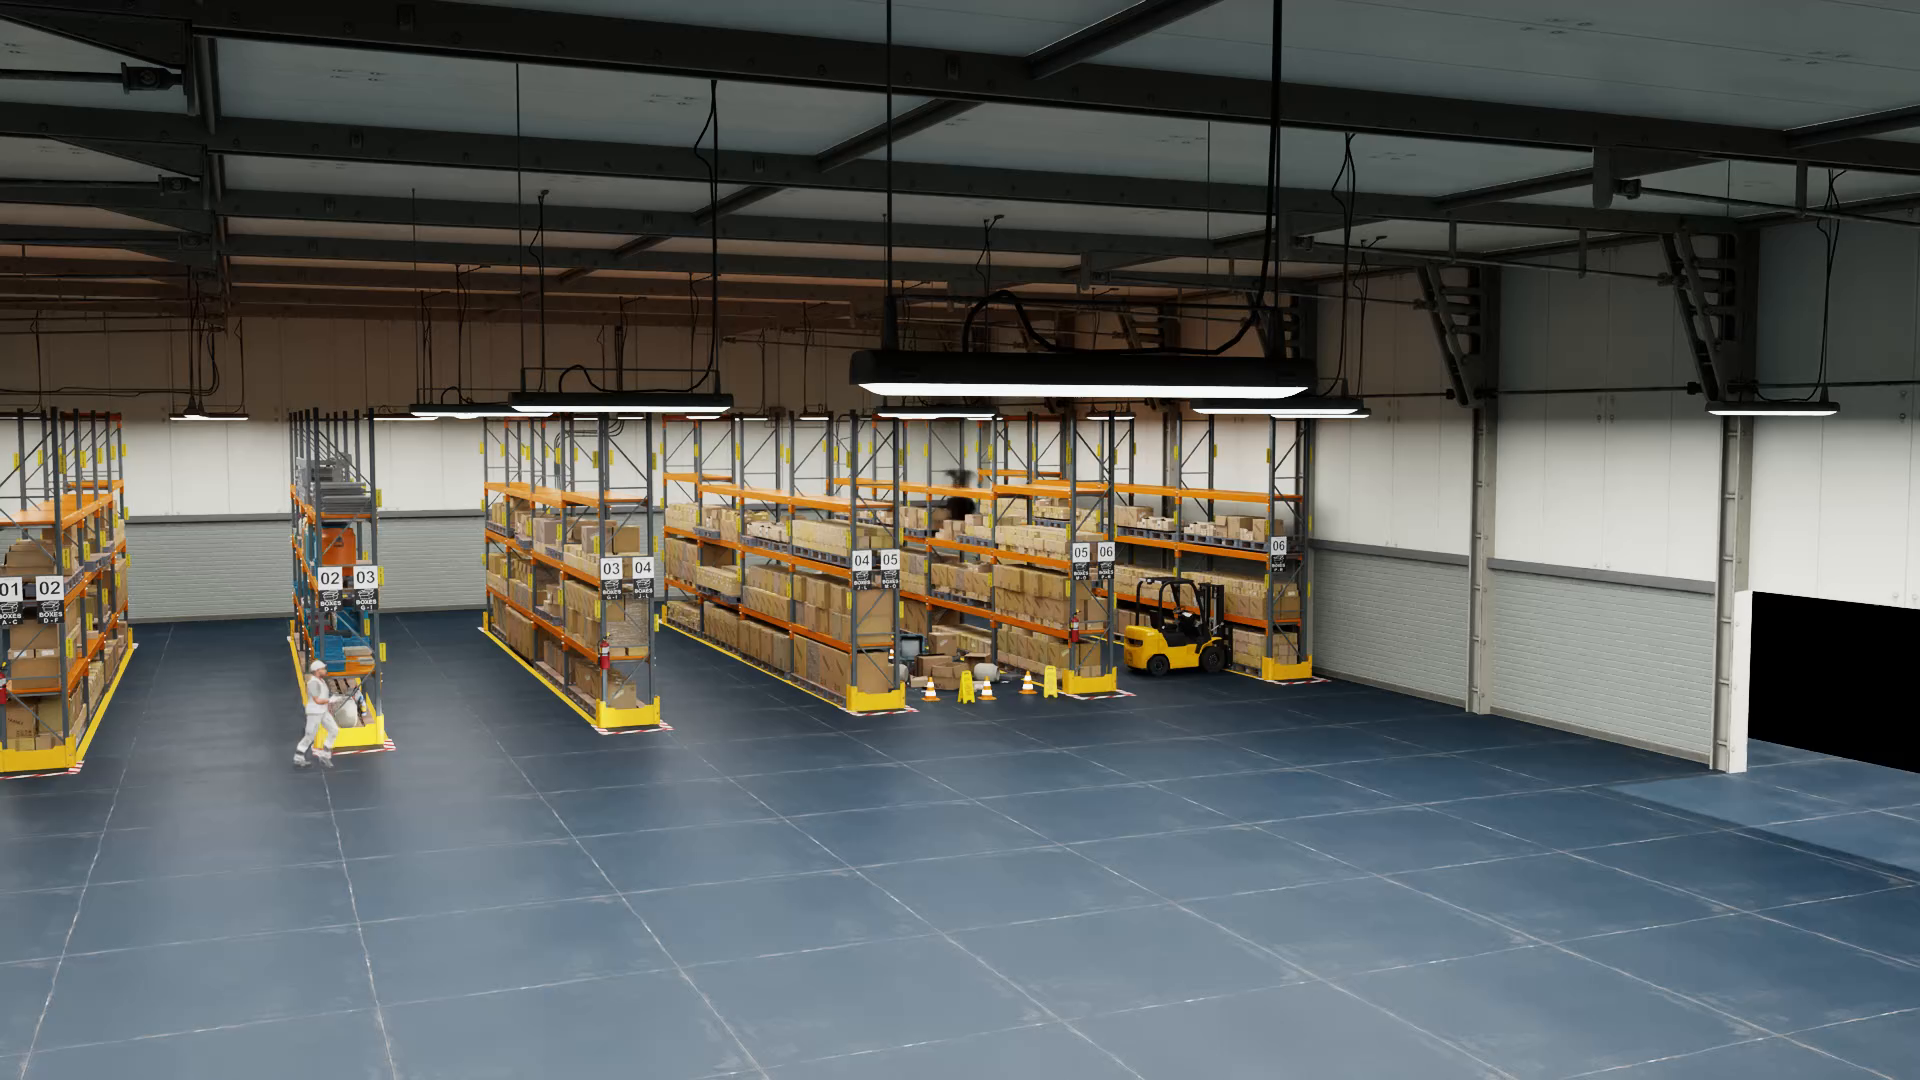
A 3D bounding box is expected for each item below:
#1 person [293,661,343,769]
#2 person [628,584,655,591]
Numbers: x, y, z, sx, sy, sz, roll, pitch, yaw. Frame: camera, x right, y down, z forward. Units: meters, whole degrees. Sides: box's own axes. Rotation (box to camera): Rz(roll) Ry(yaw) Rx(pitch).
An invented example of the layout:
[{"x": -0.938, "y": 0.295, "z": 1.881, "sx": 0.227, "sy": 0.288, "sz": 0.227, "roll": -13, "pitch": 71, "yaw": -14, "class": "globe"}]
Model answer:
[{"x": -10.617, "y": 2.902, "z": 27.531, "sx": 0.842, "sy": 1.827, "sz": 0.632, "roll": 0, "pitch": 4, "yaw": 1, "class": "person"}, {"x": -8.638, "y": 1.666, "z": 45.220, "sx": 0.692, "sy": 1.847, "sz": 0.832, "roll": -2, "pitch": 4, "yaw": -24, "class": "person"}]
